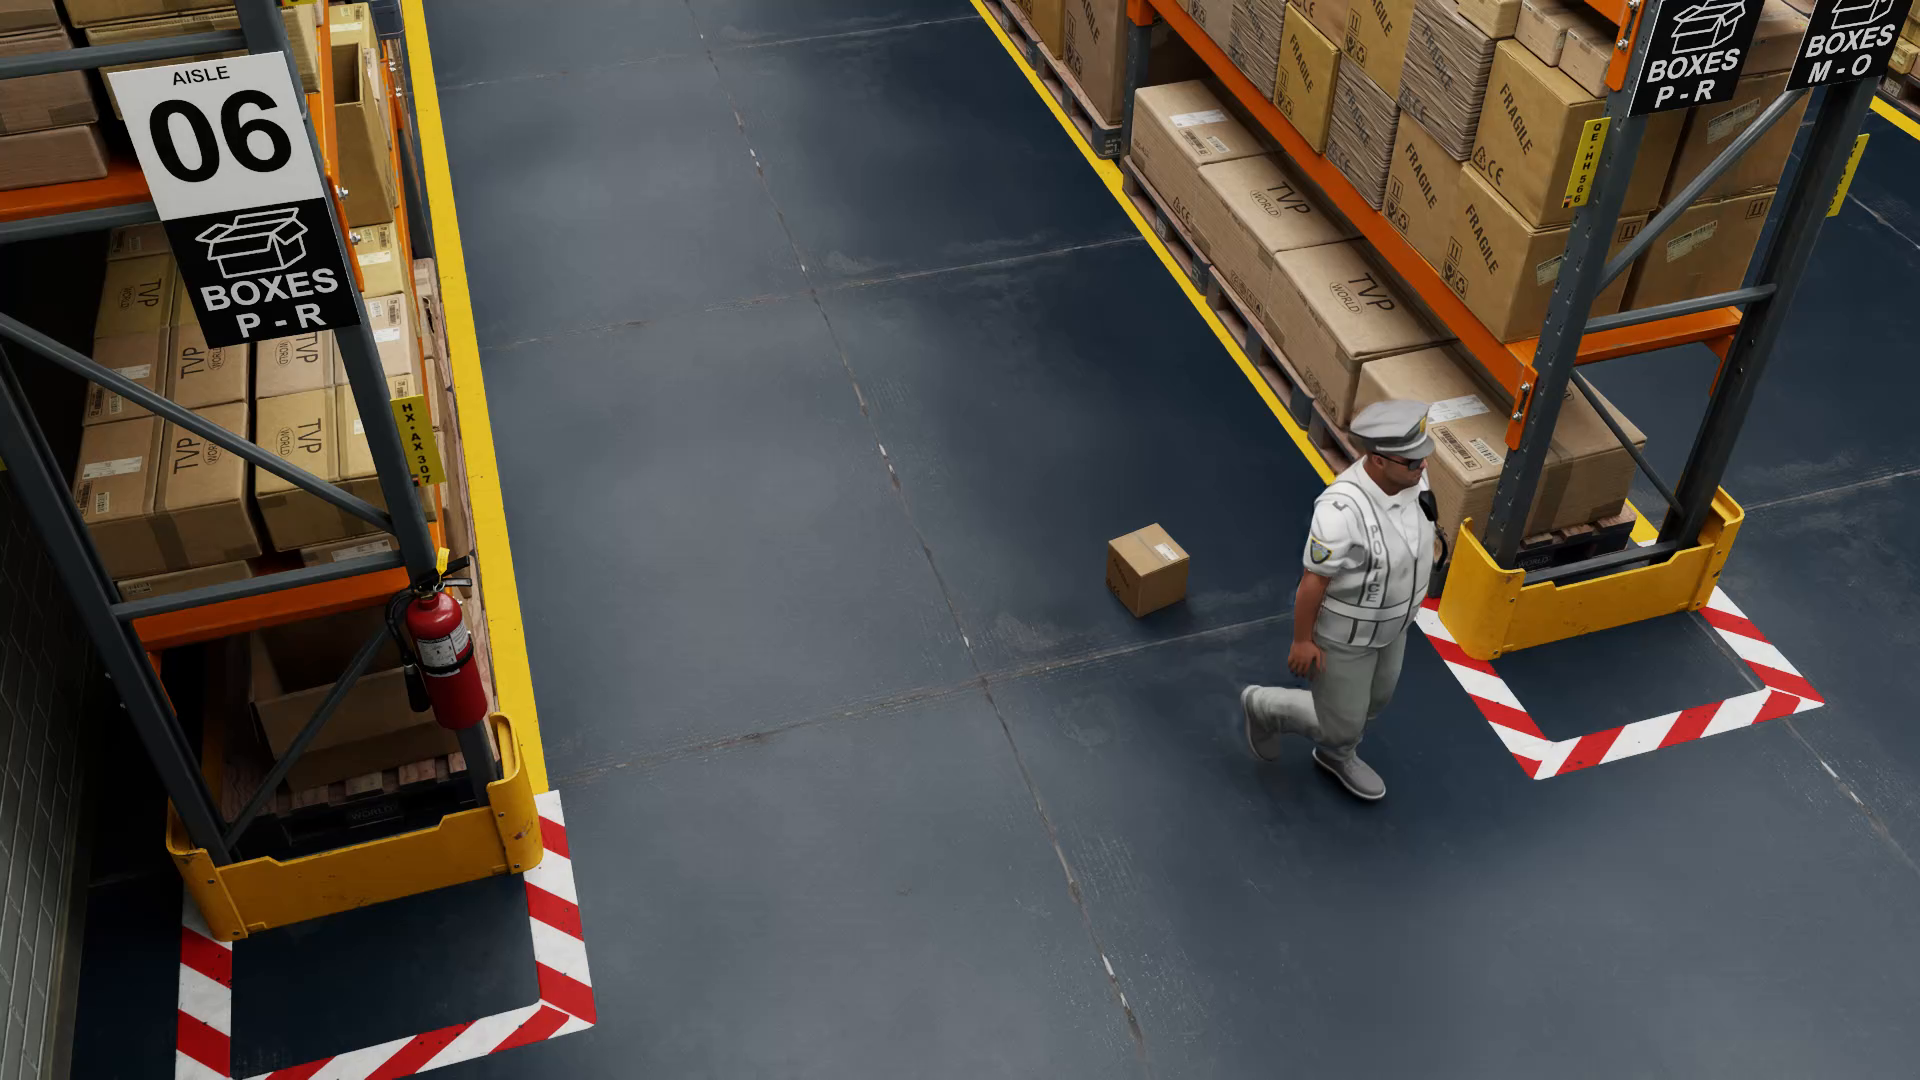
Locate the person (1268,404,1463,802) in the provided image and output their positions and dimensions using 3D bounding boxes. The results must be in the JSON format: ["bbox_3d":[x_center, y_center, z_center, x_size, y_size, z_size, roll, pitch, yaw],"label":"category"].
[{"bbox_3d":[1.428,0.274,5.802,0.571,1.780,0.487,-32,51,-30],"label":"person"}]
